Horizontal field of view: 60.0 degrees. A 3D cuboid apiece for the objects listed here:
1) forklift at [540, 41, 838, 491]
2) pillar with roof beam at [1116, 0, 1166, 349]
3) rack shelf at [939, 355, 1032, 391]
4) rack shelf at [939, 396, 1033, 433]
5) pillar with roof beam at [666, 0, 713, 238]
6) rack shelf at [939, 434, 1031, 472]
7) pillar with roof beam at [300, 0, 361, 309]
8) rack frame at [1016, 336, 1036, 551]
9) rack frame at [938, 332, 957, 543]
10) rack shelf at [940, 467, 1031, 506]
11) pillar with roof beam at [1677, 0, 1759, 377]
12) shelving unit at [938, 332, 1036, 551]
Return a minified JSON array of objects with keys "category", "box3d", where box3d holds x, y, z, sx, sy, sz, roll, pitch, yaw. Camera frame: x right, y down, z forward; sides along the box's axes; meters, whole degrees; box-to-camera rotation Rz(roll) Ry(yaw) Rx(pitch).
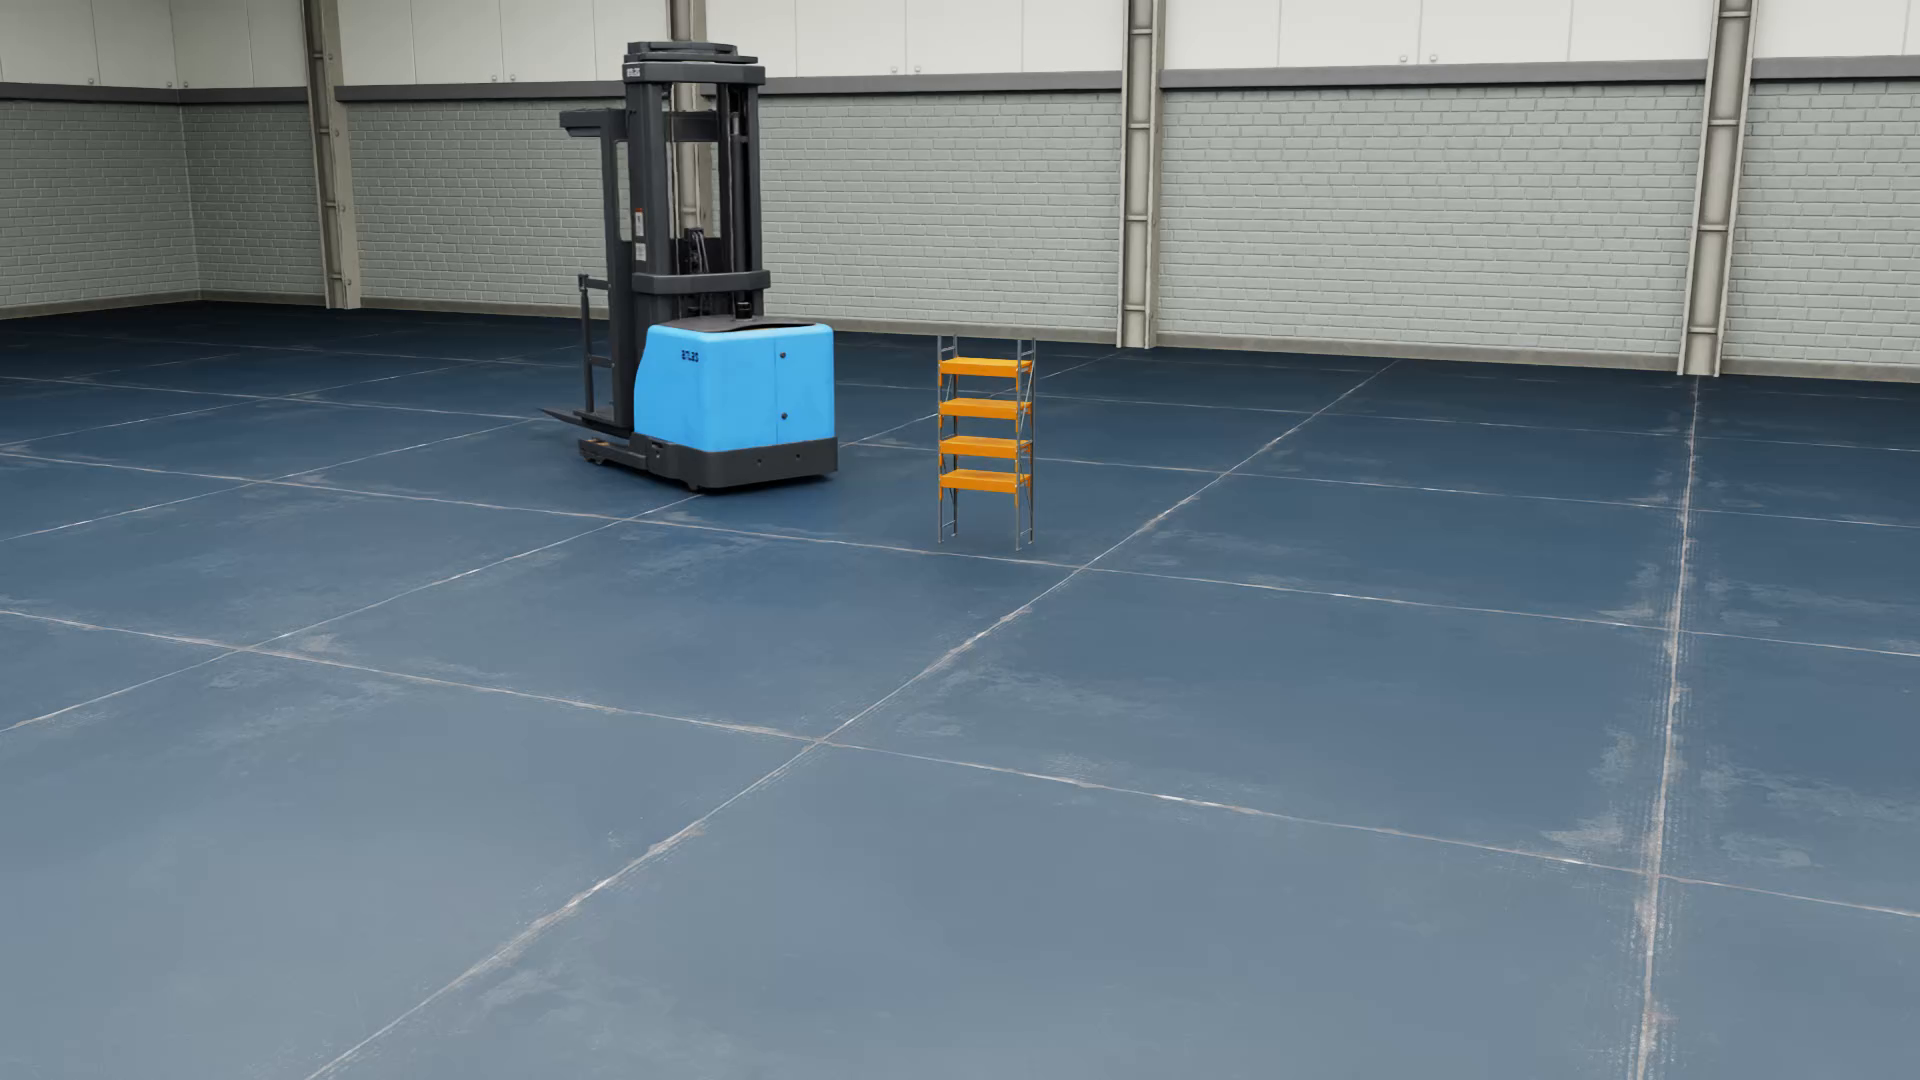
[{"category":"forklift","box3d":[-2.150,-2.033,12.002,1.130,2.935,3.031,-10,17,-37]},{"category":"pillar with roof beam","box3d":[0.311,-5.734,14.492,0.400,9.000,9.100,6,14,23]},{"category":"rack shelf","box3d":[0.151,-0.951,9.463,0.480,0.148,0.258,6,14,23]},{"category":"rack shelf","box3d":[0.151,-0.721,9.517,0.480,0.148,0.258,6,14,23]},{"category":"pillar with roof beam","box3d":[-5.175,-6.289,16.858,0.400,9.000,9.100,6,14,23]},{"category":"rack shelf","box3d":[0.151,-0.503,9.568,0.480,0.148,0.258,6,14,23]},{"category":"pillar with roof beam","box3d":[-10.661,-6.844,19.224,0.400,9.000,9.100,6,14,23]},{"category":"rack frame","box3d":[0.374,-0.546,9.456,0.015,1.200,0.240,6,14,23]},{"category":"rack frame","box3d":[-0.072,-0.591,9.649,0.015,1.200,0.240,6,14,23]},{"category":"rack shelf","box3d":[0.151,-0.310,9.613,0.480,0.148,0.258,6,14,23]},{"category":"pillar with roof beam","box3d":[5.797,-5.179,12.126,0.400,9.000,9.100,6,14,23]},{"category":"shelving unit","box3d":[0.151,-0.569,9.552,0.503,1.200,0.258,6,14,23]}]
